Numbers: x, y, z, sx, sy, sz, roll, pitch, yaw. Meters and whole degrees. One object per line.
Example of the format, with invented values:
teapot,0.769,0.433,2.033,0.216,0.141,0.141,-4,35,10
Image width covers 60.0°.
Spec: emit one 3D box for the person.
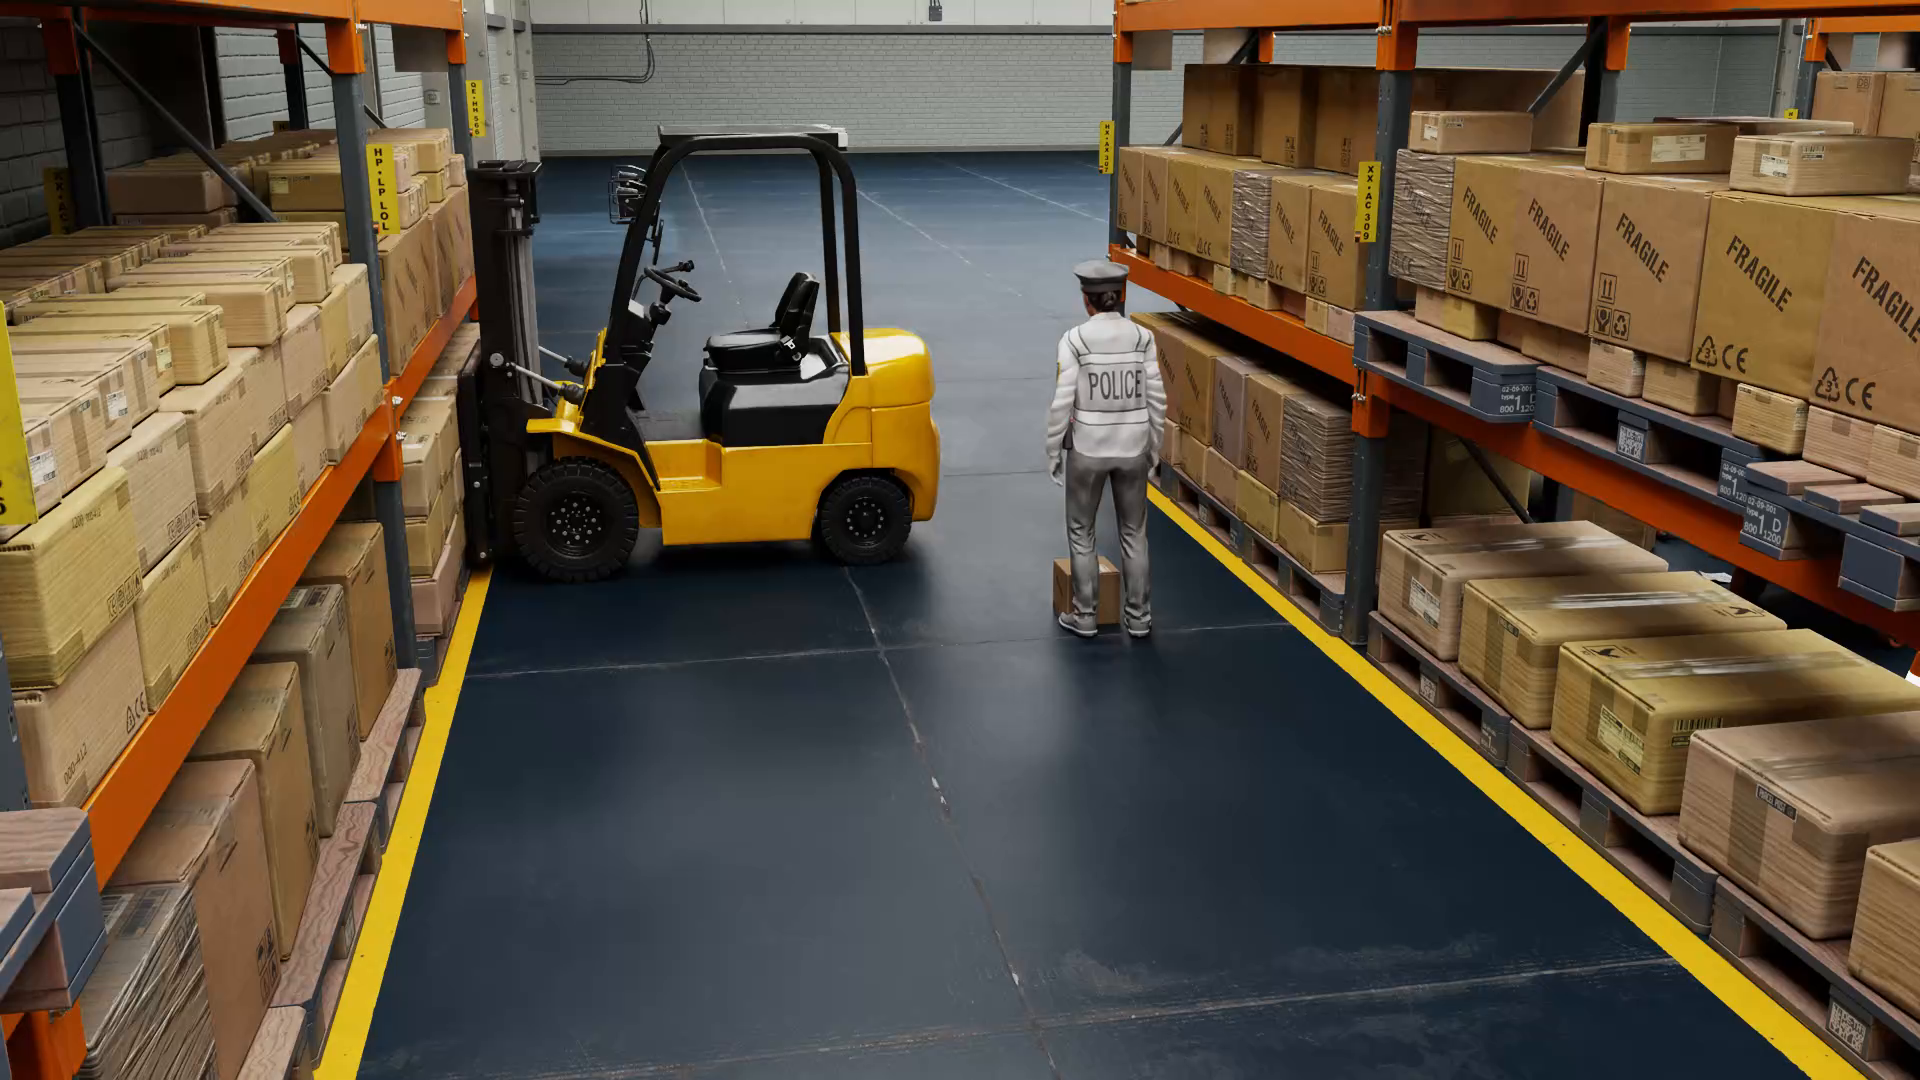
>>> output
person,0.634,-0.375,7.312,0.532,1.655,0.404,-3,17,-11
